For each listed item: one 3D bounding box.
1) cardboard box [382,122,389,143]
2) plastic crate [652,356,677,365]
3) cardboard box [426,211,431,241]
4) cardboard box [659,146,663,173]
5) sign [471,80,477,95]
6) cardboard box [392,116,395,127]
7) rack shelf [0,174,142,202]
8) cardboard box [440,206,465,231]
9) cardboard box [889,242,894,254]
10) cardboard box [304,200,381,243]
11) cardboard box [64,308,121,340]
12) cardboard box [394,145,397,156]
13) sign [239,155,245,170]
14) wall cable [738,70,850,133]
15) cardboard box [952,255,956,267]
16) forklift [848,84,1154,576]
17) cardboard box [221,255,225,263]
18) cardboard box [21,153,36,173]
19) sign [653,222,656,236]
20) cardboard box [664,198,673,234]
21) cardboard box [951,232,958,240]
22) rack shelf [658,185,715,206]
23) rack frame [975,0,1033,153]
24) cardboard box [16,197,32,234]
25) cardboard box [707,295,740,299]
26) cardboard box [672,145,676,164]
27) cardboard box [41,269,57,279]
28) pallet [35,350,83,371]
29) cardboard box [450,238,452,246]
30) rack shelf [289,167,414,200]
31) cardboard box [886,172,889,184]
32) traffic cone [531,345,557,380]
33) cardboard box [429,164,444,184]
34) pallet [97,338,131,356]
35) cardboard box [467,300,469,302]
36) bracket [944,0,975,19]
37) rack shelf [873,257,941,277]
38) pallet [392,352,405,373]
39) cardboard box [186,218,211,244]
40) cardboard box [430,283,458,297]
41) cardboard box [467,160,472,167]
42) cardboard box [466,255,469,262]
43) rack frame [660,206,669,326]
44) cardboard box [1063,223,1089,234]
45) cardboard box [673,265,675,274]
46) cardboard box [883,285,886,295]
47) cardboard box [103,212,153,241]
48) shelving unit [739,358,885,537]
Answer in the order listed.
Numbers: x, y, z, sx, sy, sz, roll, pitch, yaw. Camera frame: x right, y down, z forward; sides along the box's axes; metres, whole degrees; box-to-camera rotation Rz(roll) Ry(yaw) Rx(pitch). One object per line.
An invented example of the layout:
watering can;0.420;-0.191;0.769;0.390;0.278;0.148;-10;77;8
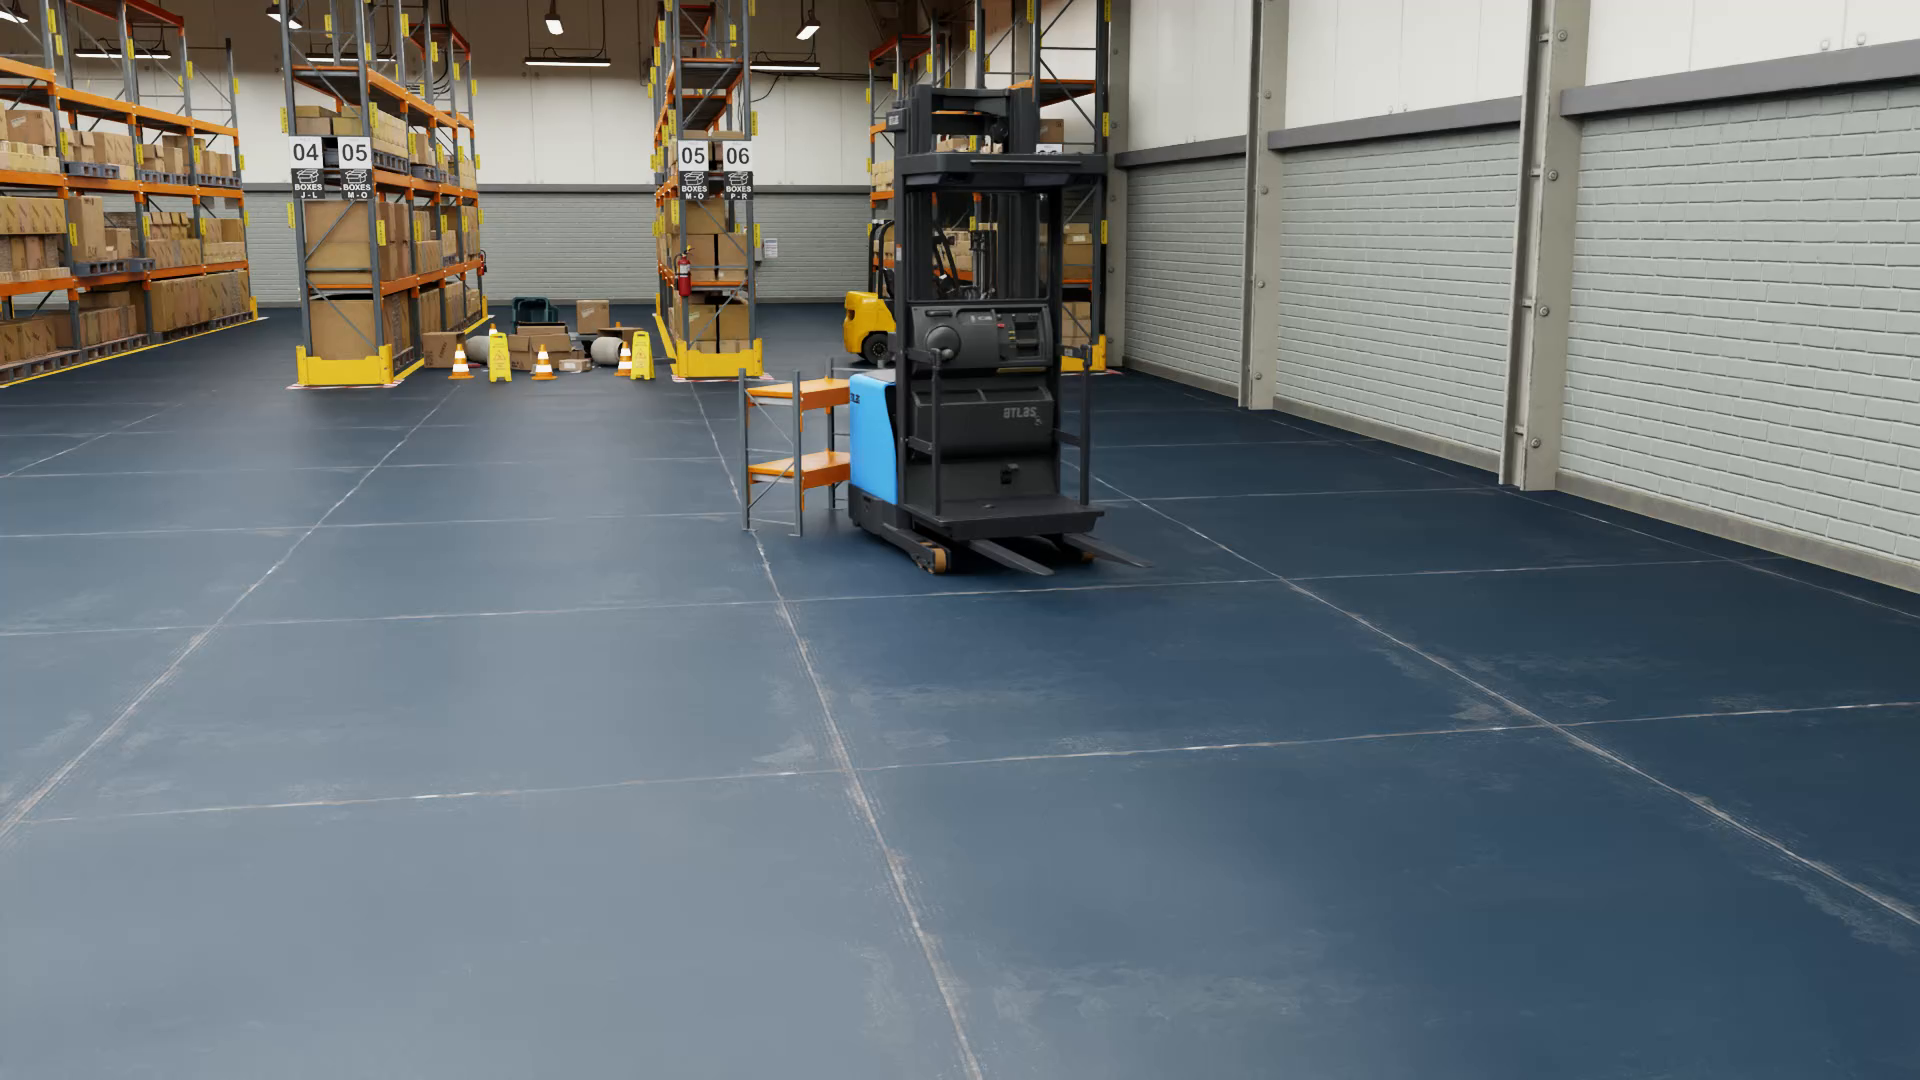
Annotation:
cardboard box;-8.224;-5.653;23.069;0.500;0.250;0.500;-2;11;-11
plastic crate;-4.624;-2.749;25.424;0.402;0.080;0.583;-6;13;-31
cardboard box;-9.661;-5.493;29.094;0.700;0.500;0.500;-2;11;-11
cardboard box;-5.282;-7.138;31.263;0.700;0.500;0.500;-3;11;-14
sign;-10.746;-10.003;36.764;0.100;0.325;0.005;-2;11;-11
cardboard box;-8.332;-6.012;23.889;0.380;0.149;0.250;-2;11;-12
rack shelf;-14.235;-5.627;26.641;1.077;0.370;4.000;-2;11;-11
cardboard box;-10.366;-6.547;33.837;0.500;0.500;0.500;-2;11;-10
cardboard box;-1.263;-6.397;36.391;0.500;0.250;0.500;-2;11;-11
cardboard box;-8.217;-4.242;22.173;0.875;0.550;0.550;-2;11;-11
cardboard box;-14.236;-3.535;27.255;0.700;0.500;0.500;-1;11;-6
cardboard box;-8.327;-5.619;23.955;0.380;0.149;0.250;-2;11;-12
sign;-15.645;-8.228;36.225;0.100;0.325;0.005;-2;11;-11
wall cable;-4.364;-10.821;43.884;2.988;3.039;0.133;-2;11;-11
cardboard box;0.111;-4.970;29.686;0.500;0.250;0.500;-2;11;-9
forklift;0.222;-1.317;10.277;1.130;2.935;3.031;-4;12;-21
cardboard box;-15.386;-5.788;34.257;0.380;0.149;0.250;-2;11;-10
cardboard box;-13.305;-5.277;23.276;0.500;0.250;0.500;-2;11;-11
sign;-7.004;-7.147;38.195;0.100;0.325;0.005;-2;11;-11
cardboard box;-3.952;-4.722;24.247;0.700;0.500;0.500;-2;11;-12
cardboard box;0.054;-5.383;29.455;0.380;0.149;0.250;-2;11;-13
rack shelf;-5.292;-6.721;32.389;1.077;0.370;4.000;-2;11;-11
rack frame;0.743;-7.629;27.211;1.000;3.000;0.127;-2;11;-11
cardboard box;-13.200;-4.479;22.969;0.500;0.500;0.500;-2;11;-11
cardboard box;-3.747;-3.626;26.449;0.500;0.500;0.500;-2;11;-12
cardboard box;-3.913;-5.584;24.097;0.500;0.250;0.500;-2;11;-9
cardboard box;-13.329;-3.852;24.085;0.380;0.149;0.250;-2;11;-11
pallet;-13.680;-2.649;24.547;1.003;0.211;1.213;-2;11;-11
cardboard box;-10.090;-5.789;32.341;0.380;0.149;0.250;-2;11;-13
rack shelf;-8.572;-5.055;23.637;1.077;0.370;4.000;-2;11;-11
cardboard box;-1.352;-7.964;36.599;0.500;0.250;0.500;-2;11;-10
traffic cone;-5.719;-2.450;22.831;0.336;0.463;0.334;-2;11;-11
cardboard box;-9.589;-6.673;29.943;0.500;0.500;0.500;-2;11;-11
pallet;-14.239;-3.137;27.116;1.003;0.211;1.213;-2;11;-11
cardboard box;-10.574;-4.987;35.081;0.380;0.149;0.250;-2;11;-8
bracket;0.173;-10.460;32.460;0.076;0.066;4.783;-2;11;-11
rack shelf;-1.202;-6.163;37.476;1.077;0.370;4.000;-2;11;-11
pallet;-8.649;-2.566;24.112;1.003;0.211;1.213;-2;11;-11
cardboard box;-15.244;-6.146;33.062;0.500;0.500;0.500;-2;11;-11
cardboard box;-9.920;-4.798;31.936;0.500;0.250;0.500;-3;11;-14
cardboard box;-10.782;-8.154;35.988;0.380;0.149;0.250;-2;11;-10
cardboard box;-10.509;-5.900;34.845;0.380;0.149;0.250;-2;11;-10
rack frame;-5.681;-5.968;34.529;1.000;3.000;0.127;-2;11;-11
cardboard box;1.665;-4.532;24.185;0.380;0.149;0.250;-2;11;-12
cardboard box;-4.378;-4.308;26.479;0.380;0.149;0.250;-2;11;-11
cardboard box;-1.437;-5.587;38.091;0.700;0.500;0.500;-2;11;-9
cardboard box;-14.750;-5.551;29.386;0.797;0.503;0.637;-2;11;-9
shelving unit;-1.027;-0.682;11.769;0.538;1.125;1.048;7;13;31
